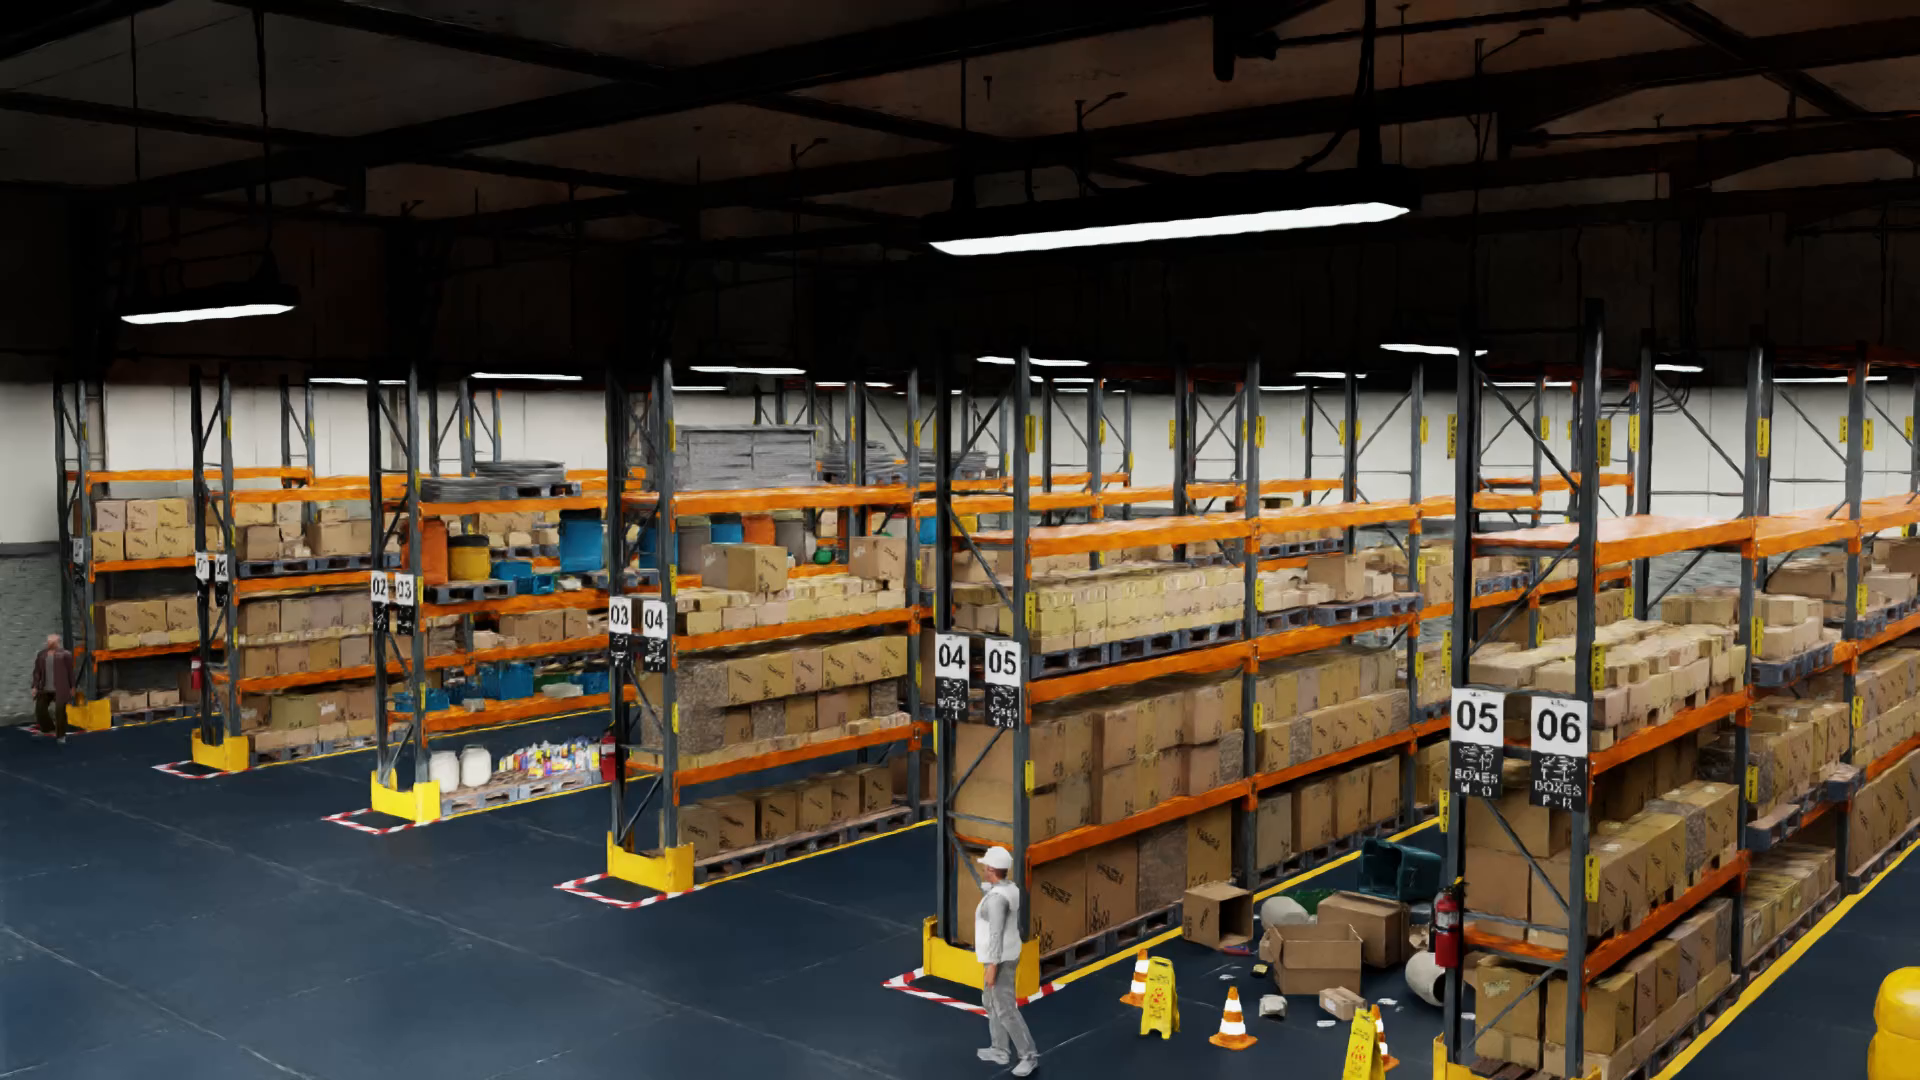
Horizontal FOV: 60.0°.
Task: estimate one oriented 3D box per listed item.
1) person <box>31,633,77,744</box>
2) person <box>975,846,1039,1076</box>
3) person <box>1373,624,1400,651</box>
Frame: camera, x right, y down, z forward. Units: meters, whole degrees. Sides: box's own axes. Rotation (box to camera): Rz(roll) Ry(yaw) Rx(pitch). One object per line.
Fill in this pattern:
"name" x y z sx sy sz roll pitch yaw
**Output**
"person" -14.565 2.359 26.634 0.793 1.767 0.517 0 4 -1
"person" 0.375 3.333 13.283 0.544 1.766 0.631 1 4 12
"person" 8.651 1.927 33.748 0.647 1.599 0.770 1 4 19
